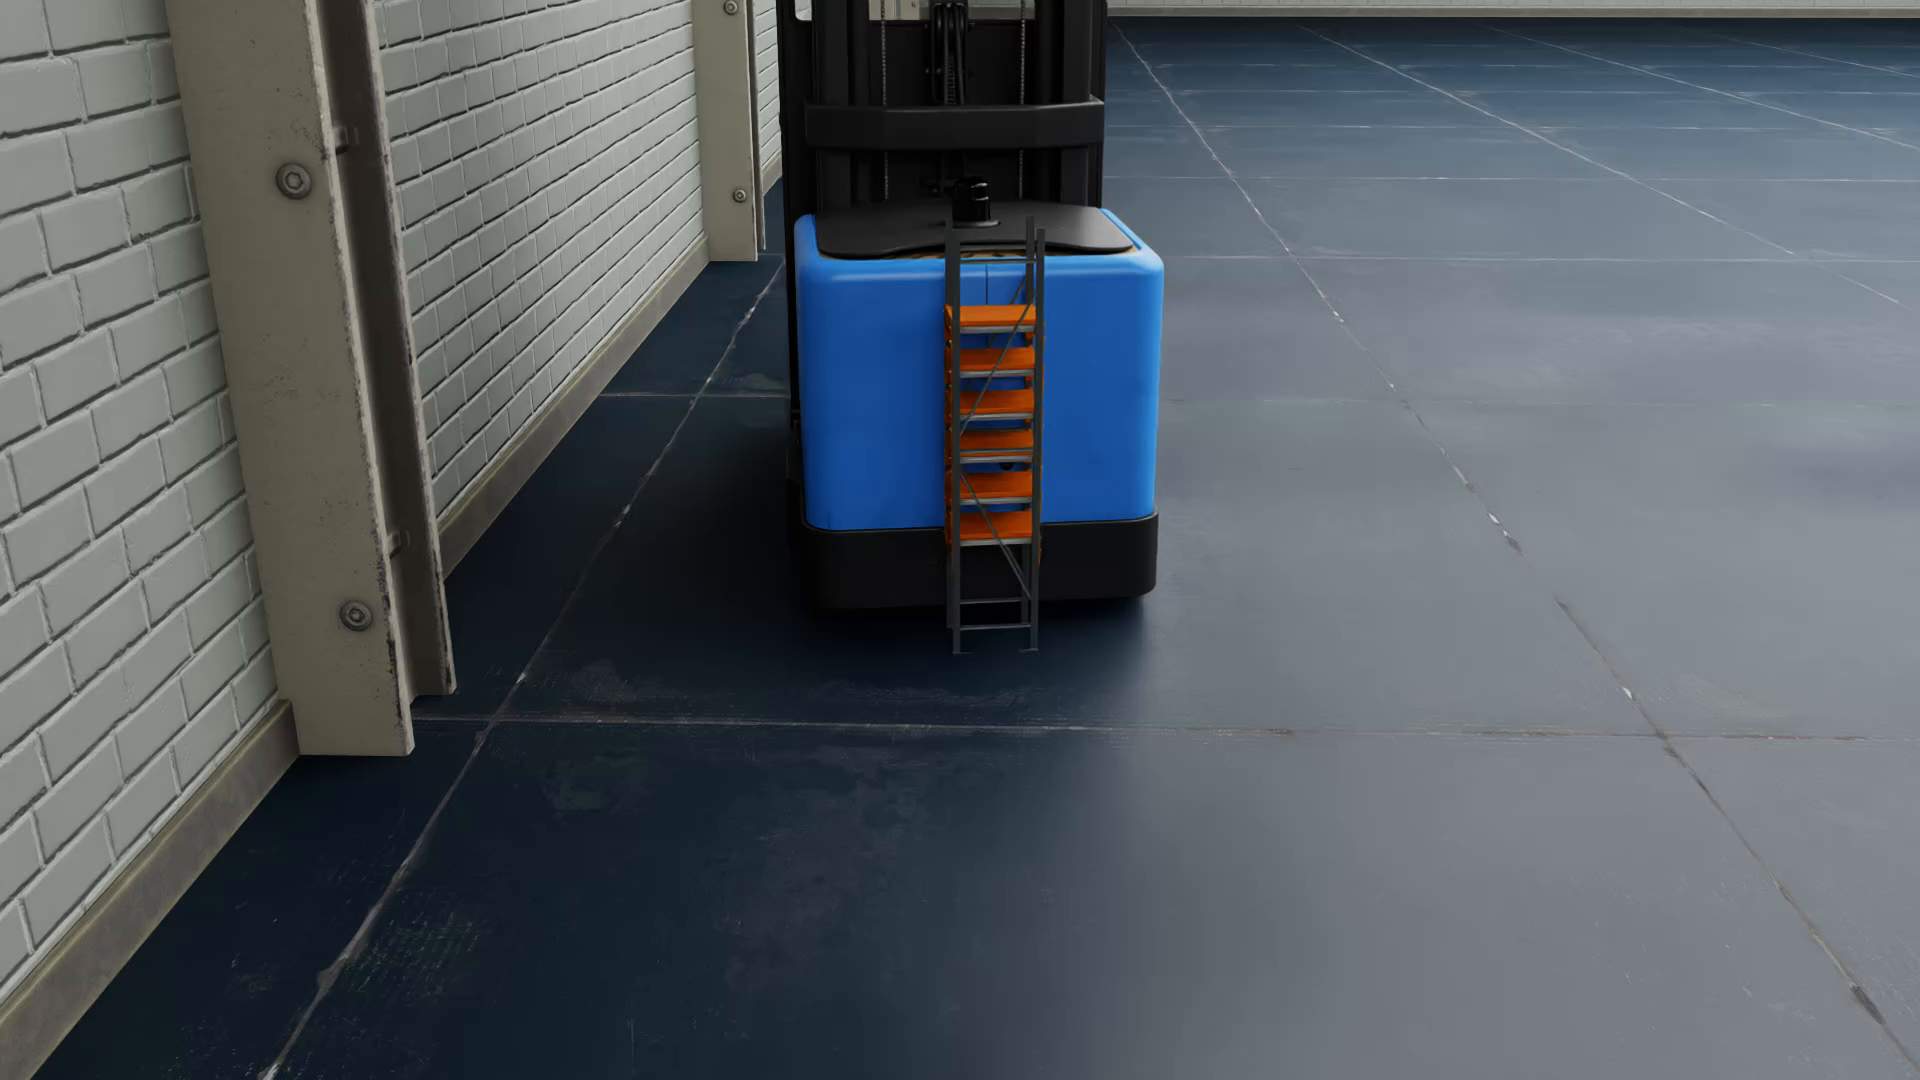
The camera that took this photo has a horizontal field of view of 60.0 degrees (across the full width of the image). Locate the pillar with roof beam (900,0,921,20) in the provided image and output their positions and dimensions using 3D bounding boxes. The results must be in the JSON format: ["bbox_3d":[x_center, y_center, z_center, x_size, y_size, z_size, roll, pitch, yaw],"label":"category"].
[{"bbox_3d":[3.509,-12.361,24.947,9.100,9.000,0.400,1,21,2],"label":"pillar with roof beam"}]

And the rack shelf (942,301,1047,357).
[{"bbox_3d":[0.090,-0.566,4.457,0.258,0.103,0.180,-2,21,-6],"label":"rack shelf"}]

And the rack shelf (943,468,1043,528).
[{"bbox_3d":[0.090,-0.118,4.630,0.258,0.103,0.180,-2,21,-6],"label":"rack shelf"}]

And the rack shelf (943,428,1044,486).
[{"bbox_3d":[0.090,-0.230,4.587,0.258,0.103,0.180,-2,21,-6],"label":"rack shelf"}]

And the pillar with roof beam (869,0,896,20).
[{"bbox_3d":[3.327,-10.192,19.356,9.100,9.000,0.400,1,21,2],"label":"pillar with roof beam"}]

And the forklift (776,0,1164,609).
[{"bbox_3d":[-0.087,-1.659,5.752,1.130,2.935,3.031,-2,21,-6],"label":"forklift"}]

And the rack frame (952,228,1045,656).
[{"bbox_3d":[0.100,-0.239,4.486,0.240,1.200,0.006,-2,21,-6],"label":"rack frame"}]

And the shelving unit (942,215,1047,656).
[{"bbox_3d":[0.090,-0.272,4.571,0.258,1.200,0.189,-2,21,-6],"label":"shelving unit"}]

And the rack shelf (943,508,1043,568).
[{"bbox_3d":[0.090,-0.007,4.674,0.258,0.103,0.180,-2,21,-6],"label":"rack shelf"}]

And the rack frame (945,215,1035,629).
[{"bbox_3d":[0.080,-0.305,4.655,0.240,1.200,0.006,-2,21,-6],"label":"rack frame"}]

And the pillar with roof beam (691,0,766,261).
[{"bbox_3d":[2.962,-5.853,8.173,9.100,9.000,0.400,1,21,2],"label":"pillar with roof beam"}]

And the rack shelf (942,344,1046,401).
[{"bbox_3d":[0.090,-0.454,4.500,0.258,0.103,0.180,-2,21,-6],"label":"rack shelf"}]

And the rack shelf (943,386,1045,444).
[{"bbox_3d":[0.090,-0.342,4.543,0.258,0.103,0.180,-2,21,-6],"label":"rack shelf"}]

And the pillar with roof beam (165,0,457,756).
[{"bbox_3d":[2.779,-3.684,2.582,9.100,9.000,0.400,1,21,2],"label":"pillar with roof beam"}]
